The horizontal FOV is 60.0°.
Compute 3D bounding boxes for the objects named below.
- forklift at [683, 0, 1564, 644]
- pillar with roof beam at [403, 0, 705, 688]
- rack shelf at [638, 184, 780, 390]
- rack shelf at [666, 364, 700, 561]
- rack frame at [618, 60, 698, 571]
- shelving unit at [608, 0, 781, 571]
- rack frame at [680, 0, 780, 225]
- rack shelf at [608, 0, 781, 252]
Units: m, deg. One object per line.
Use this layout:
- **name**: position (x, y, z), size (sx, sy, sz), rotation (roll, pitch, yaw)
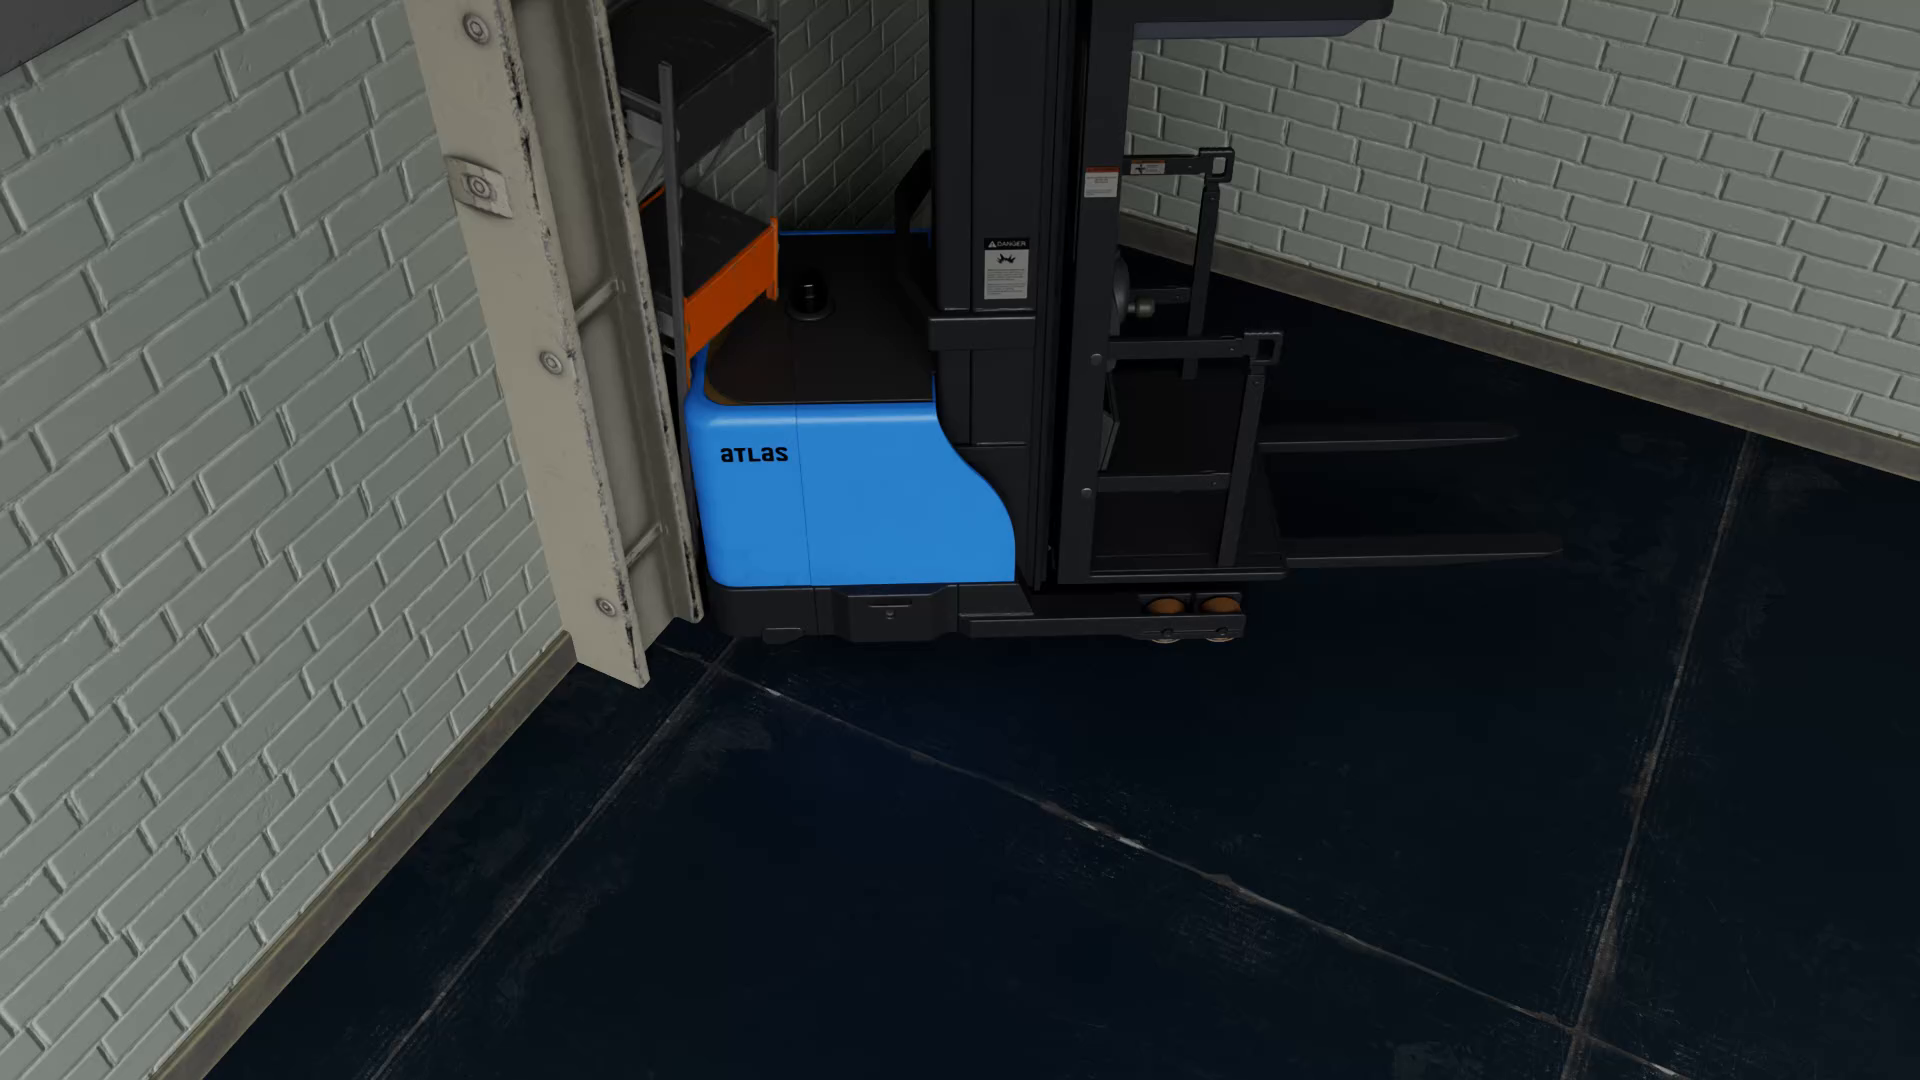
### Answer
- **forklift**: position (0.623, -1.044, 5.221), size (3.031, 2.935, 1.130), rotation (-1, 45, -1)
- **pillar with roof beam**: position (2.669, -1.403, 1.310), size (9.100, 9.000, 0.400), rotation (20, 49, 19)
- **rack shelf**: position (-0.893, -0.785, 5.335), size (0.431, 0.518, 0.480), rotation (27, 52, 16)
- **rack shelf**: position (-0.953, -0.333, 5.865), size (0.431, 0.518, 0.480), rotation (27, 52, 16)
- **rack frame**: position (-1.016, -0.642, 5.180), size (0.400, 2.100, 0.015), rotation (27, 52, 16)
- **shelving unit**: position (-0.892, -0.794, 5.324), size (0.431, 2.100, 0.503), rotation (27, 52, 16)
- **rack frame**: position (-0.767, -0.946, 5.468), size (0.400, 2.100, 0.015), rotation (27, 52, 16)
- **rack shelf**: position (-0.832, -1.238, 4.804), size (0.431, 0.518, 0.480), rotation (27, 52, 16)
